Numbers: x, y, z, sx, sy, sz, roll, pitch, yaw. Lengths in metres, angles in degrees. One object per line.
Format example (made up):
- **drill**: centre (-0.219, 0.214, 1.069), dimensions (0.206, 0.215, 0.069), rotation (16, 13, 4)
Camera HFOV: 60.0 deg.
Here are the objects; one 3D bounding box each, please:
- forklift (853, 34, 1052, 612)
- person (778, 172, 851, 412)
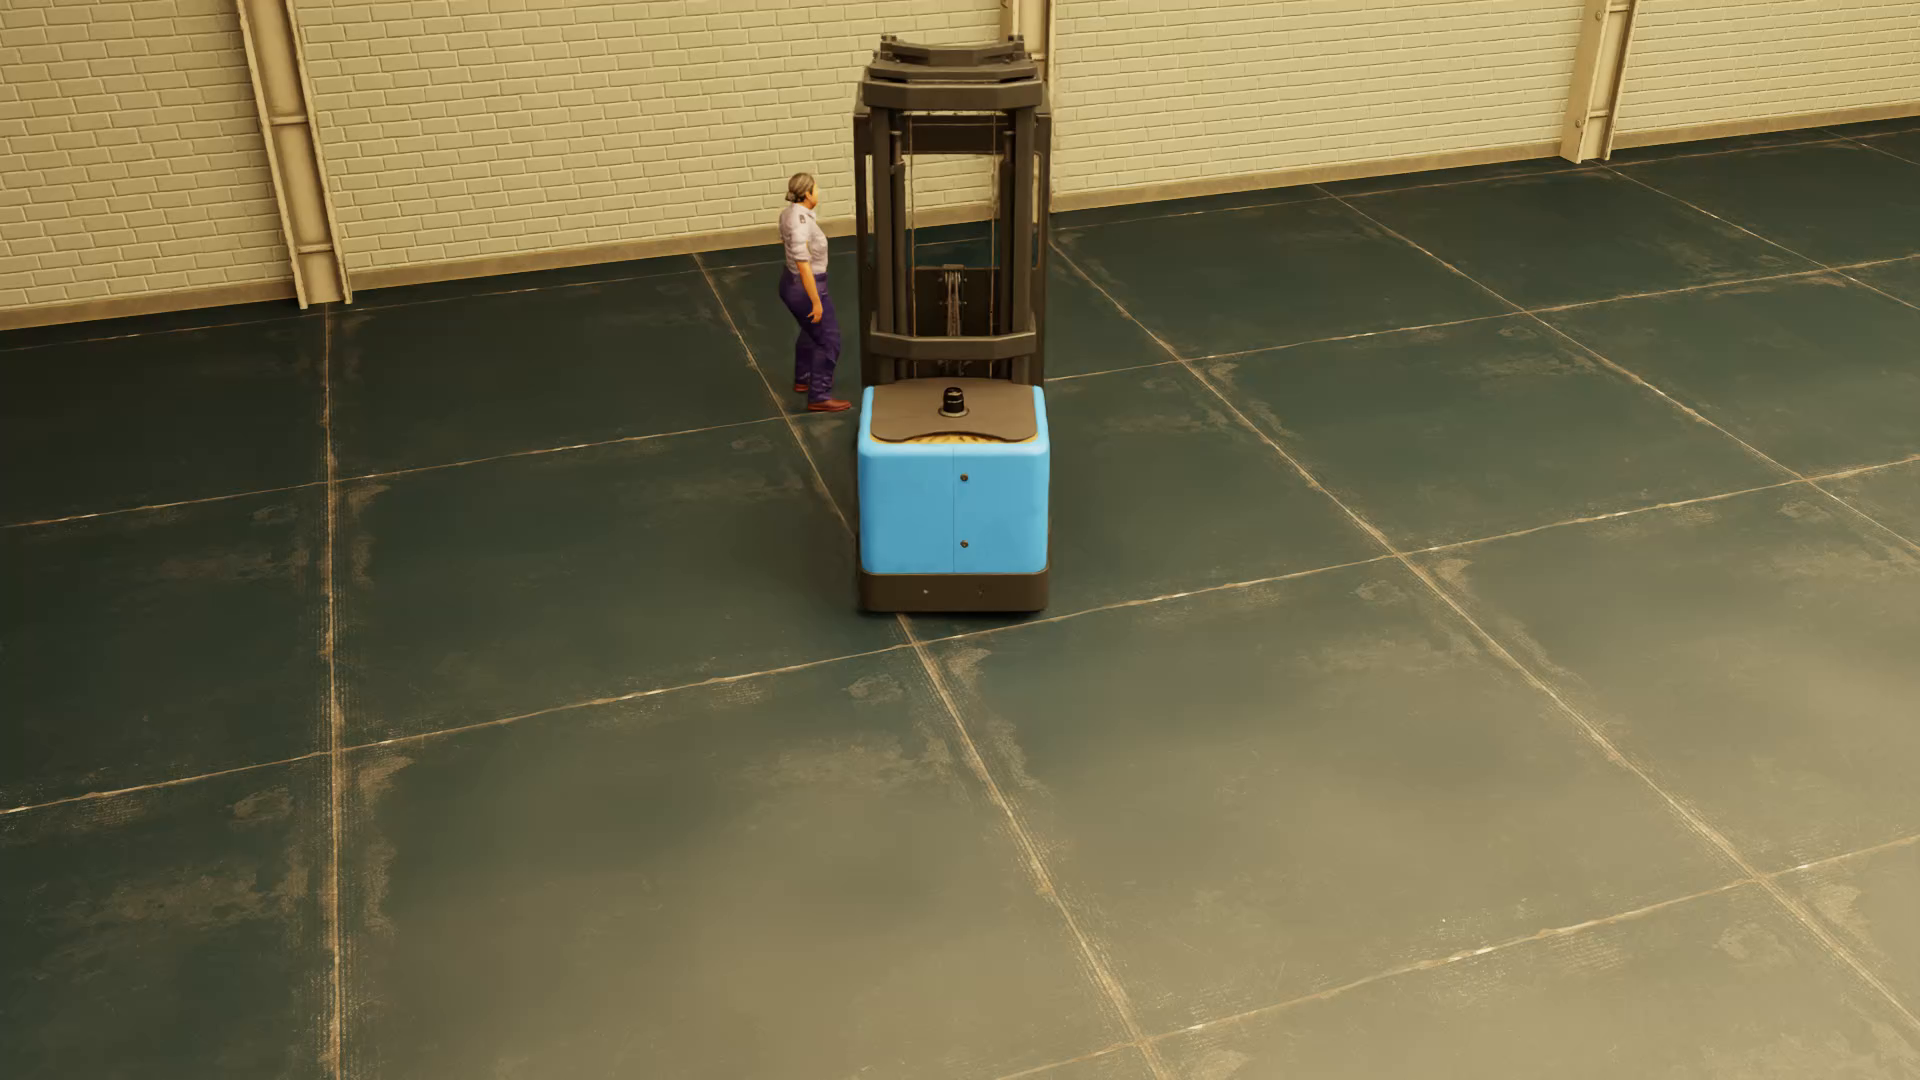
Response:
- **forklift**: centre (-0.045, -1.568, 9.811), dimensions (1.130, 2.935, 3.031), rotation (0, 30, 0)
- **person**: centre (-1.023, -1.706, 11.351), dimensions (0.398, 1.638, 0.636), rotation (-10, 32, -17)
